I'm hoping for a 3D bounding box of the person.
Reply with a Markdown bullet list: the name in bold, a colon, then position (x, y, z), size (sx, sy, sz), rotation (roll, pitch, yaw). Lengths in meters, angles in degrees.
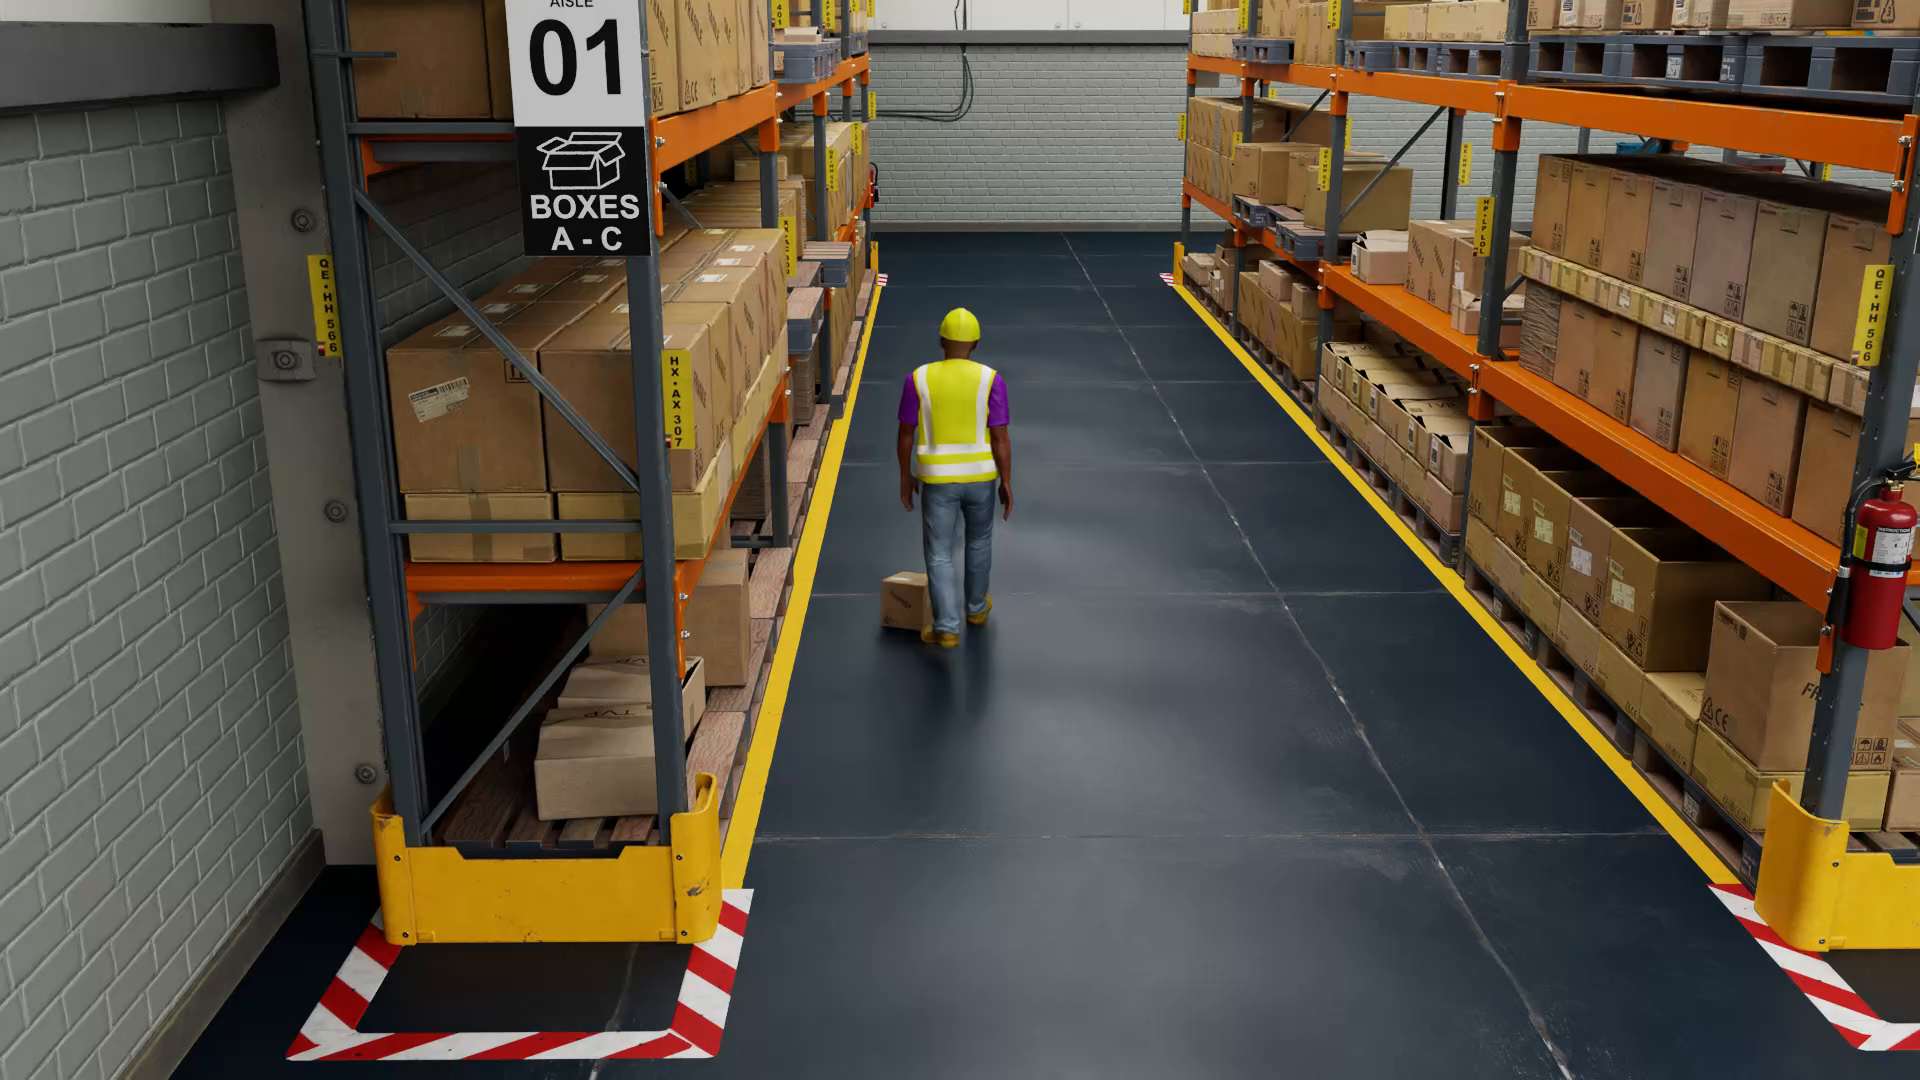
- **person**: position (-0.027, -0.316, 8.574), size (0.592, 1.728, 0.928), rotation (-1, 17, -2)
